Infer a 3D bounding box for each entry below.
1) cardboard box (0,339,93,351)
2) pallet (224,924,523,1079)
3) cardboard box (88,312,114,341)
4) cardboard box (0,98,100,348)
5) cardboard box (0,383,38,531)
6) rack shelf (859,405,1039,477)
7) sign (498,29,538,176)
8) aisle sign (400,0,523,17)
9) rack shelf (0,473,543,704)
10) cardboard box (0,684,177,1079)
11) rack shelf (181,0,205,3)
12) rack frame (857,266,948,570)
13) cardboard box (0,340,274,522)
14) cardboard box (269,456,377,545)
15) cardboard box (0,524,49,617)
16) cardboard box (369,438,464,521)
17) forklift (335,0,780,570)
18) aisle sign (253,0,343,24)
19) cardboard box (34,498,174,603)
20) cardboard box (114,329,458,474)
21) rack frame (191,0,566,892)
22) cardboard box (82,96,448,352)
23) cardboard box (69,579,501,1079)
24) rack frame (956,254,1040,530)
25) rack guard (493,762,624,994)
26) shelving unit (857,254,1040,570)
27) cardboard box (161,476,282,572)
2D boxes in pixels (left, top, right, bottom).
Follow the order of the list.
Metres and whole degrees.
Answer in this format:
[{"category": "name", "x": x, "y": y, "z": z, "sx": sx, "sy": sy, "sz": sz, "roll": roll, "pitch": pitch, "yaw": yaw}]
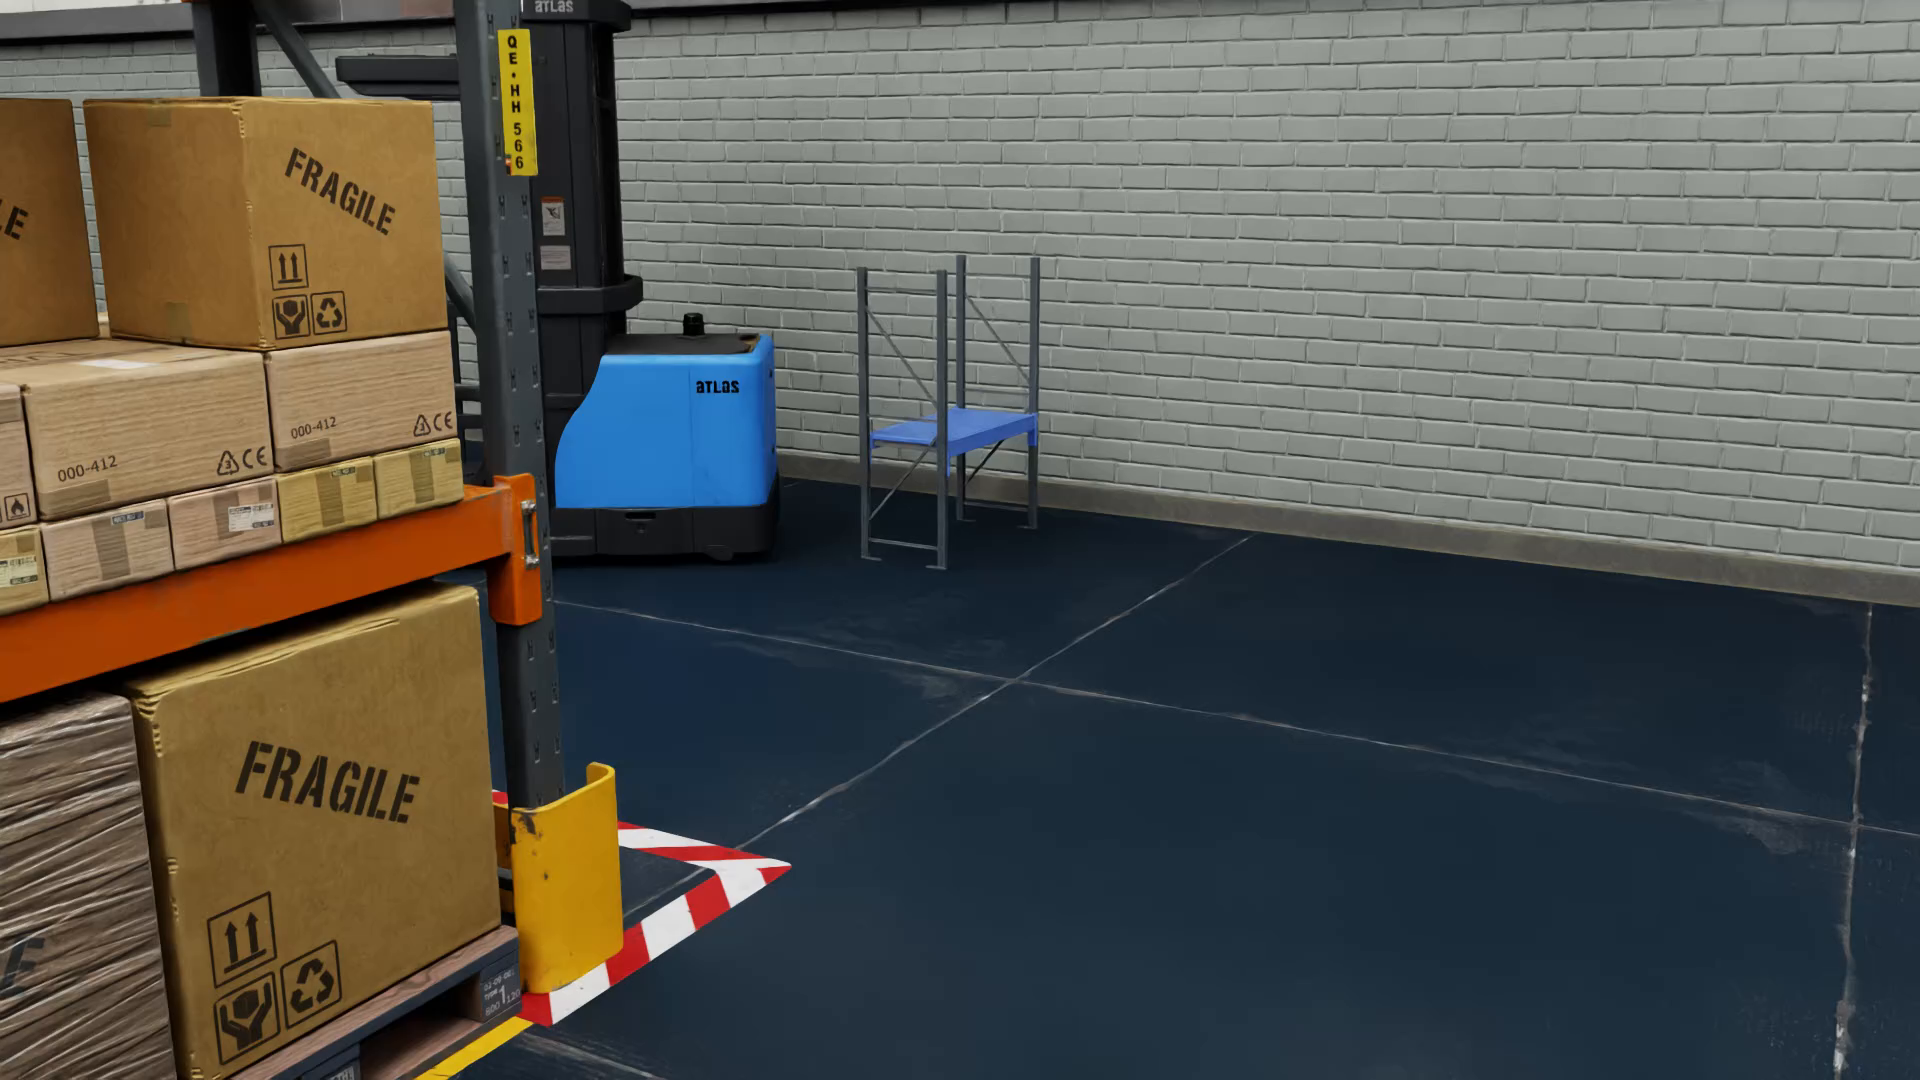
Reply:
[{"category": "cardboard box", "x": -2.204, "y": -0.289, "z": 3.518, "sx": 0.500, "sy": 0.250, "sz": 0.500, "roll": 7, "pitch": 15, "yaw": 27}, {"category": "pallet", "x": -1.808, "y": 1.136, "z": 3.872, "sx": 1.003, "sy": 0.211, "sz": 1.213, "roll": 7, "pitch": 15, "yaw": 28}, {"category": "cardboard box", "x": -1.958, "y": -0.397, "z": 3.963, "sx": 0.500, "sy": 0.250, "sz": 0.500, "roll": 7, "pitch": 15, "yaw": 27}, {"category": "cardboard box", "x": -2.200, "y": -0.658, "z": 3.450, "sx": 0.500, "sy": 0.500, "sz": 0.500, "roll": 7, "pitch": 15, "yaw": 27}, {"category": "cardboard box", "x": -1.983, "y": -0.126, "z": 2.843, "sx": 0.500, "sy": 0.250, "sz": 0.500, "roll": 7, "pitch": 15, "yaw": 26}, {"category": "rack shelf", "x": -0.041, "y": -0.537, "z": 8.827, "sx": 0.538, "sy": 0.185, "sz": 1.000, "roll": 7, "pitch": 15, "yaw": 28}, {"category": "sign", "x": -1.022, "y": -1.006, "z": 3.832, "sx": 0.100, "sy": 0.325, "sz": 0.005, "roll": 7, "pitch": 15, "yaw": 28}, {"category": "aisle sign", "x": -1.192, "y": -1.637, "z": 3.878, "sx": 0.394, "sy": 0.787, "sz": 0.004, "roll": 7, "pitch": 15, "yaw": 28}, {"category": "rack shelf", "x": -2.457, "y": 0.367, "z": 2.645, "sx": 1.077, "sy": 0.370, "sz": 4.000, "roll": 7, "pitch": 15, "yaw": 28}, {"category": "cardboard box", "x": -2.169, "y": 0.763, "z": 3.105, "sx": 0.875, "sy": 0.875, "sz": 0.875, "roll": 7, "pitch": 15, "yaw": 28}, {"category": "rack shelf", "x": -2.457, "y": -1.091, "z": 2.293, "sx": 1.077, "sy": 0.370, "sz": 4.000, "roll": 7, "pitch": 15, "yaw": 28}, {"category": "rack frame", "x": -0.287, "y": -0.607, "z": 8.353, "sx": 0.500, "sy": 1.500, "sz": 0.032, "roll": 7, "pitch": 15, "yaw": 28}, {"category": "cardboard box", "x": -1.738, "y": -0.231, "z": 3.277, "sx": 0.500, "sy": 0.250, "sz": 0.500, "roll": 7, "pitch": 15, "yaw": 27}, {"category": "cardboard box", "x": -1.498, "y": -0.107, "z": 3.612, "sx": 0.380, "sy": 0.149, "sz": 0.250, "roll": 8, "pitch": 15, "yaw": 29}, {"category": "cardboard box", "x": -1.866, "y": 0.049, "z": 2.964, "sx": 0.380, "sy": 0.149, "sz": 0.250, "roll": 7, "pitch": 15, "yaw": 27}, {"category": "cardboard box", "x": -1.374, "y": -0.160, "z": 3.834, "sx": 0.380, "sy": 0.149, "sz": 0.250, "roll": 8, "pitch": 16, "yaw": 29}, {"category": "forklift", "x": -2.509, "y": -1.399, "z": 8.584, "sx": 3.031, "sy": 2.935, "sz": 1.130, "roll": -1, "pitch": 14, "yaw": -2}, {"category": "aisle sign", "x": -1.718, "y": -1.705, "z": 4.160, "sx": 0.394, "sy": 0.787, "sz": 0.004, "roll": 7, "pitch": 15, "yaw": 28}, {"category": "cardboard box", "x": -1.742, "y": -0.004, "z": 3.186, "sx": 0.380, "sy": 0.149, "sz": 0.250, "roll": 8, "pitch": 16, "yaw": 29}, {"category": "cardboard box", "x": -1.492, "y": -0.335, "z": 3.708, "sx": 0.500, "sy": 0.250, "sz": 0.500, "roll": 7, "pitch": 15, "yaw": 27}, {"category": "rack frame", "x": -1.490, "y": -0.393, "z": 4.262, "sx": 1.000, "sy": 3.000, "sz": 0.127, "roll": 7, "pitch": 15, "yaw": 28}, {"category": "cardboard box", "x": -1.495, "y": -0.699, "z": 3.619, "sx": 0.500, "sy": 0.500, "sz": 0.500, "roll": 8, "pitch": 16, "yaw": 29}, {"category": "cardboard box", "x": -1.729, "y": 0.576, "z": 3.880, "sx": 0.875, "sy": 0.875, "sz": 0.875, "roll": 7, "pitch": 15, "yaw": 28}, {"category": "rack frame", "x": 0.205, "y": -0.816, "z": 9.218, "sx": 0.500, "sy": 1.500, "sz": 0.032, "roll": 7, "pitch": 15, "yaw": 28}, {"category": "rack guard", "x": -1.478, "y": 0.818, "z": 4.576, "sx": 1.175, "sy": 0.500, "sz": 0.348, "roll": 7, "pitch": 15, "yaw": 28}, {"category": "shelving unit", "x": -0.041, "y": -0.712, "z": 8.785, "sx": 0.538, "sy": 1.500, "sz": 1.048, "roll": 7, "pitch": 15, "yaw": 28}, {"category": "cardboard box", "x": -1.621, "y": -0.055, "z": 3.398, "sx": 0.380, "sy": 0.149, "sz": 0.250, "roll": 7, "pitch": 15, "yaw": 28}]
